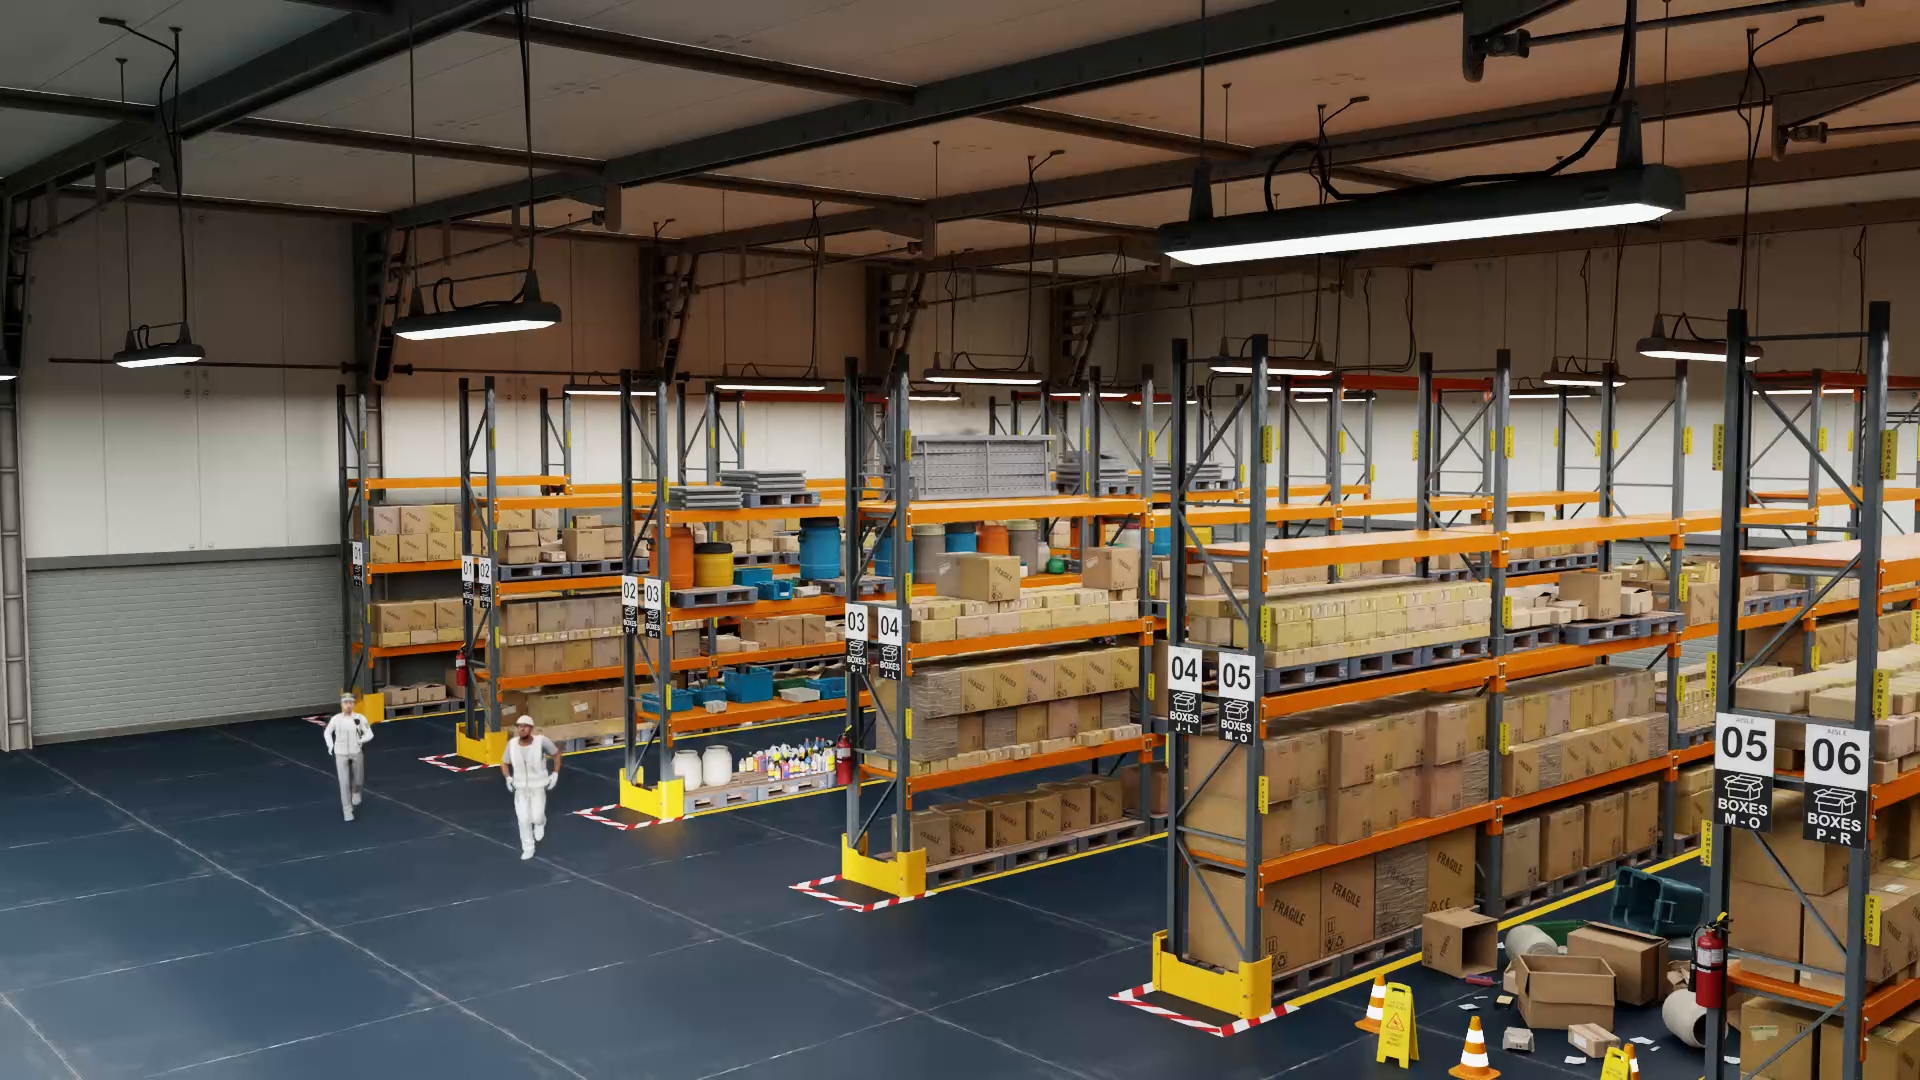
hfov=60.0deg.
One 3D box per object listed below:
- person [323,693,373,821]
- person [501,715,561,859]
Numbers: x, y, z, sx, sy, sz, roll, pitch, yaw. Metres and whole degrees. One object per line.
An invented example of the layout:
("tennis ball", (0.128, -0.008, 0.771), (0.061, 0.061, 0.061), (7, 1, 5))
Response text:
("person", (-8.186, 2.866, 22.253), (0.614, 1.666, 0.768), (-1, 4, -21))
("person", (-5.207, 2.981, 20.153), (0.699, 1.744, 0.668), (0, 4, -2))
